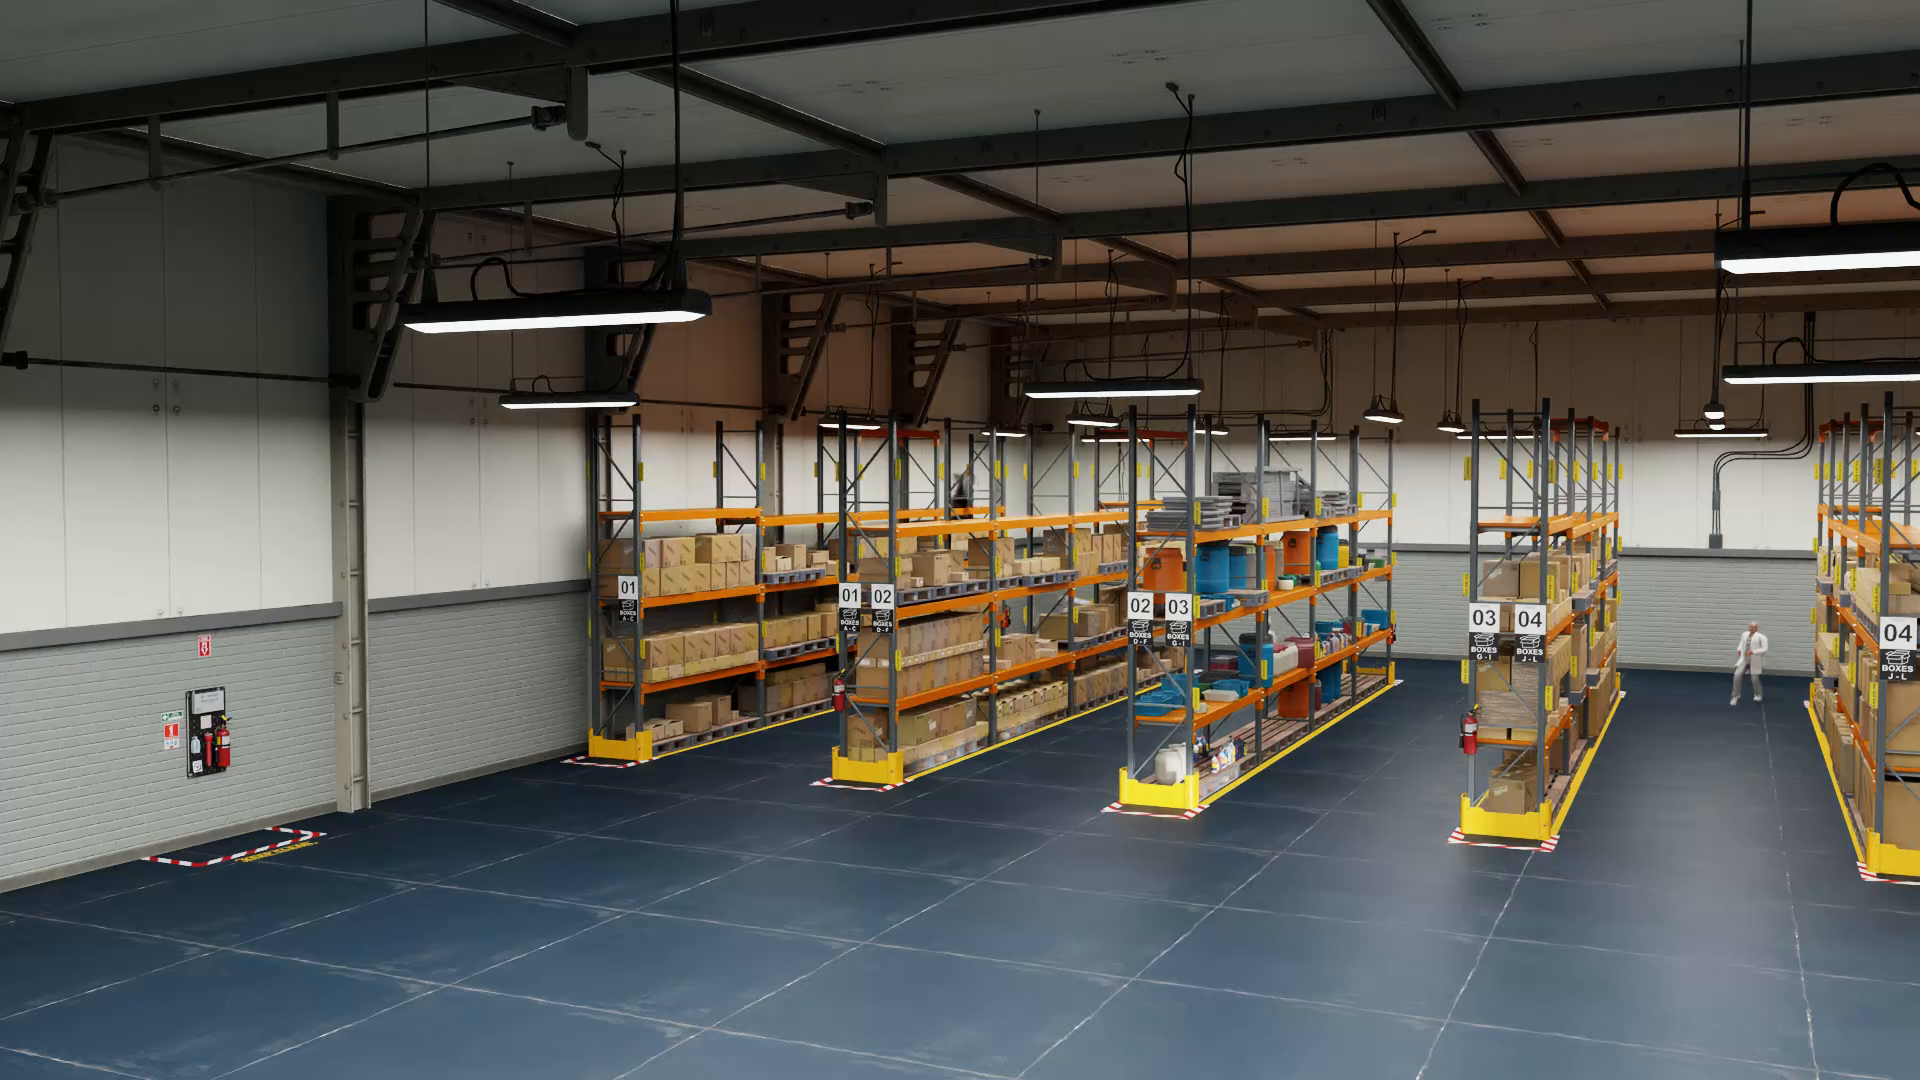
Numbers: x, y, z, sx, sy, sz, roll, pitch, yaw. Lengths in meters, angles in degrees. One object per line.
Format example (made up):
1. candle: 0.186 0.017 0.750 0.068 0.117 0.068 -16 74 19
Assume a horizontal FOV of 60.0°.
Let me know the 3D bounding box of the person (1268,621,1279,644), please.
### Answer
1. person: 6.932 2.633 37.604 0.546 1.683 0.776 -2 3 -39

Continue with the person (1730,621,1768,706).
1. person: 17.020 2.653 35.747 0.934 1.820 0.691 -2 3 -43

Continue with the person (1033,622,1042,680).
1. person: 1.772 2.647 38.237 0.574 1.569 0.957 2 3 33

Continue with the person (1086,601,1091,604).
1. person: 3.104 2.390 43.636 1.093 1.623 0.644 2 3 42
